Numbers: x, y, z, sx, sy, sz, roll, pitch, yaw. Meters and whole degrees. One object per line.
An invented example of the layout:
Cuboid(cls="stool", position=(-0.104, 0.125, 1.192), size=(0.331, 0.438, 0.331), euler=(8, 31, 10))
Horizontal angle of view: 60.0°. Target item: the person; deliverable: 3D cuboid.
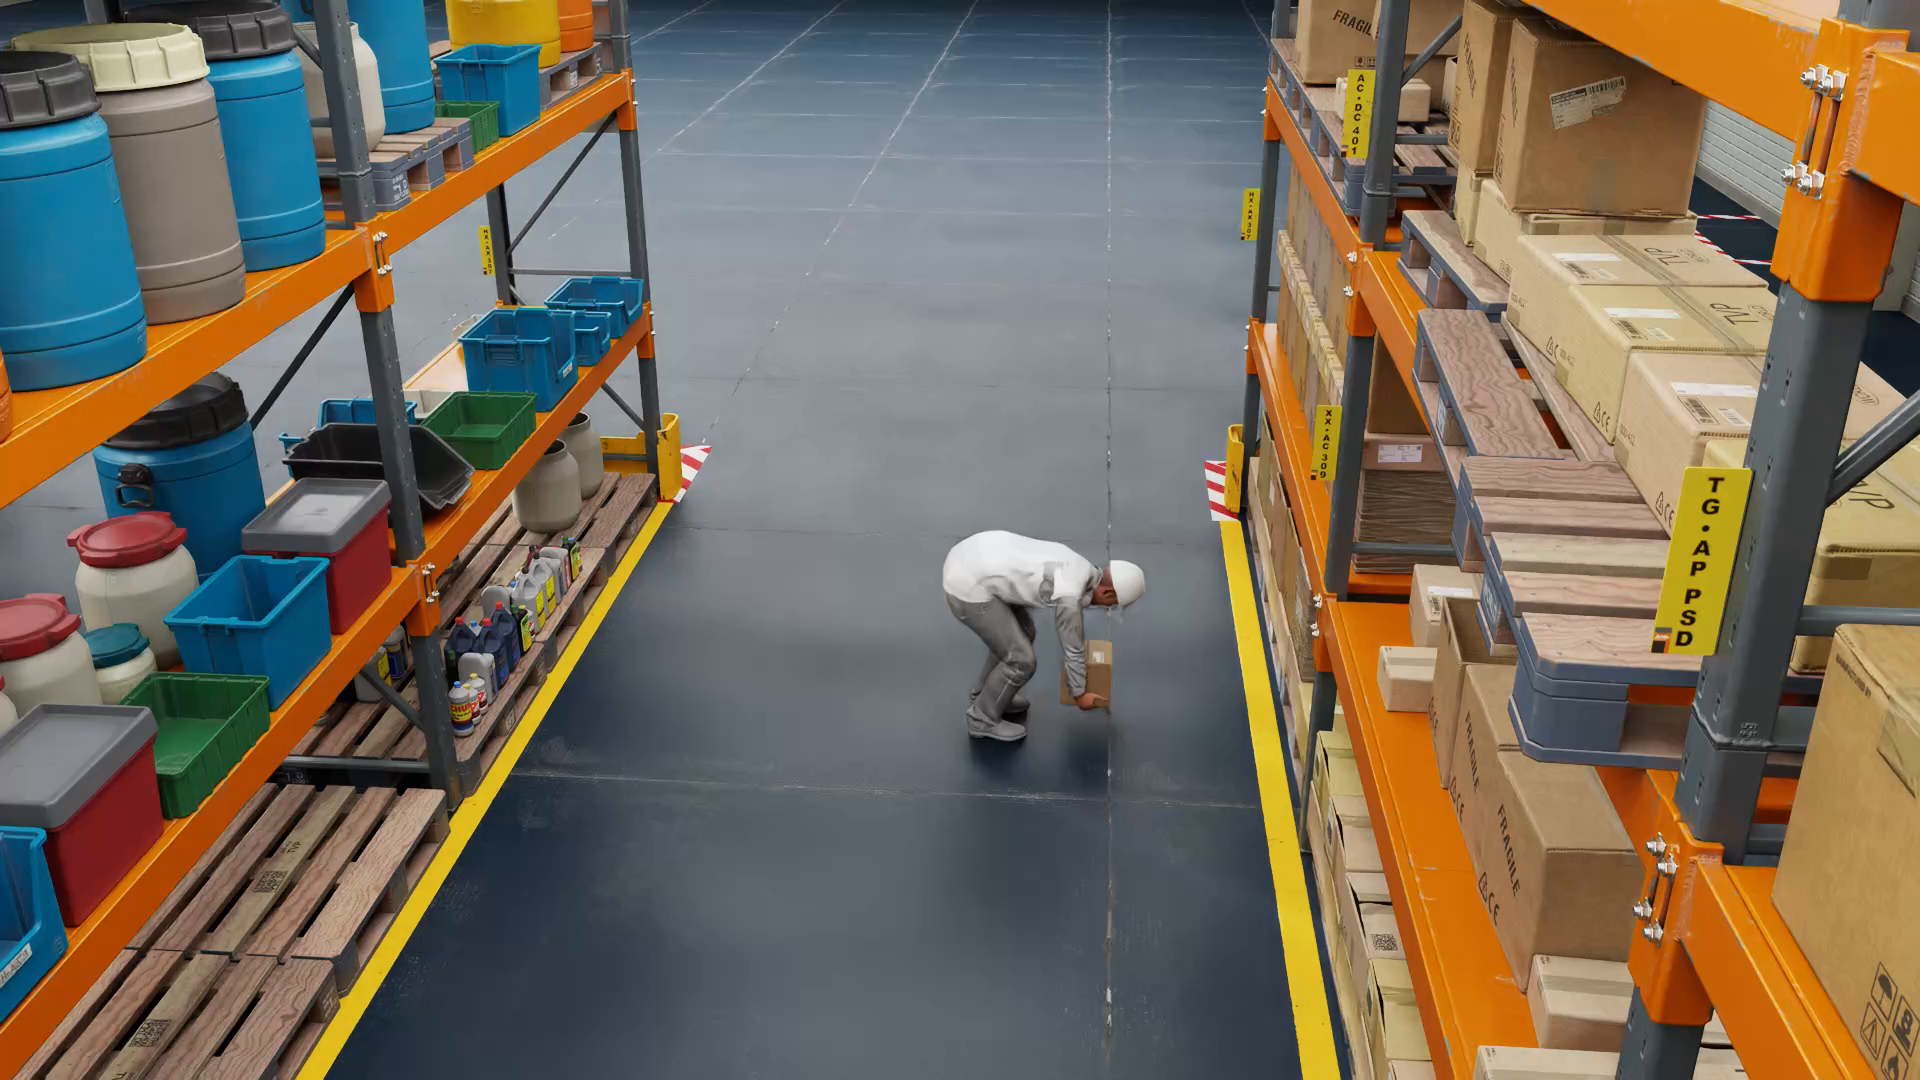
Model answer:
Cuboid(cls="person", position=(0.417, 0.465, 8.402), size=(1.009, 1.066, 0.489), euler=(1, 24, 2))
